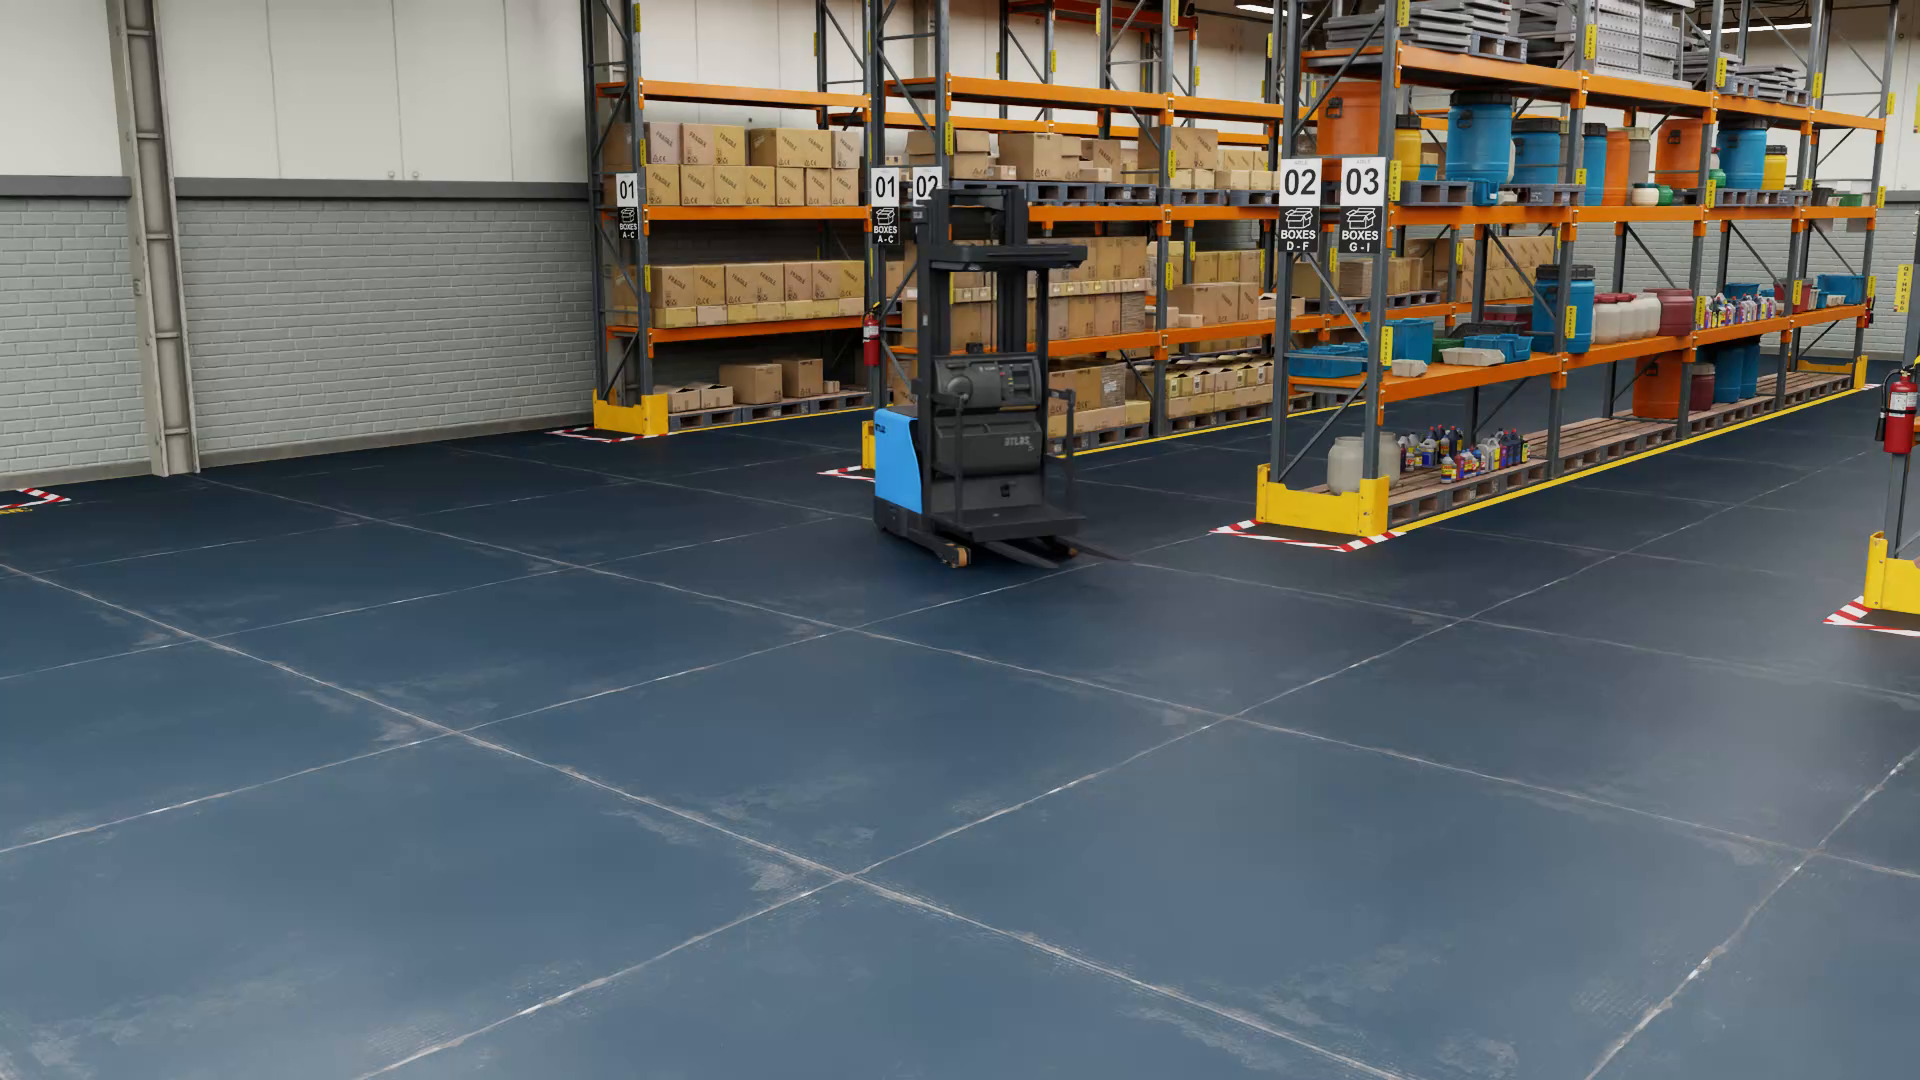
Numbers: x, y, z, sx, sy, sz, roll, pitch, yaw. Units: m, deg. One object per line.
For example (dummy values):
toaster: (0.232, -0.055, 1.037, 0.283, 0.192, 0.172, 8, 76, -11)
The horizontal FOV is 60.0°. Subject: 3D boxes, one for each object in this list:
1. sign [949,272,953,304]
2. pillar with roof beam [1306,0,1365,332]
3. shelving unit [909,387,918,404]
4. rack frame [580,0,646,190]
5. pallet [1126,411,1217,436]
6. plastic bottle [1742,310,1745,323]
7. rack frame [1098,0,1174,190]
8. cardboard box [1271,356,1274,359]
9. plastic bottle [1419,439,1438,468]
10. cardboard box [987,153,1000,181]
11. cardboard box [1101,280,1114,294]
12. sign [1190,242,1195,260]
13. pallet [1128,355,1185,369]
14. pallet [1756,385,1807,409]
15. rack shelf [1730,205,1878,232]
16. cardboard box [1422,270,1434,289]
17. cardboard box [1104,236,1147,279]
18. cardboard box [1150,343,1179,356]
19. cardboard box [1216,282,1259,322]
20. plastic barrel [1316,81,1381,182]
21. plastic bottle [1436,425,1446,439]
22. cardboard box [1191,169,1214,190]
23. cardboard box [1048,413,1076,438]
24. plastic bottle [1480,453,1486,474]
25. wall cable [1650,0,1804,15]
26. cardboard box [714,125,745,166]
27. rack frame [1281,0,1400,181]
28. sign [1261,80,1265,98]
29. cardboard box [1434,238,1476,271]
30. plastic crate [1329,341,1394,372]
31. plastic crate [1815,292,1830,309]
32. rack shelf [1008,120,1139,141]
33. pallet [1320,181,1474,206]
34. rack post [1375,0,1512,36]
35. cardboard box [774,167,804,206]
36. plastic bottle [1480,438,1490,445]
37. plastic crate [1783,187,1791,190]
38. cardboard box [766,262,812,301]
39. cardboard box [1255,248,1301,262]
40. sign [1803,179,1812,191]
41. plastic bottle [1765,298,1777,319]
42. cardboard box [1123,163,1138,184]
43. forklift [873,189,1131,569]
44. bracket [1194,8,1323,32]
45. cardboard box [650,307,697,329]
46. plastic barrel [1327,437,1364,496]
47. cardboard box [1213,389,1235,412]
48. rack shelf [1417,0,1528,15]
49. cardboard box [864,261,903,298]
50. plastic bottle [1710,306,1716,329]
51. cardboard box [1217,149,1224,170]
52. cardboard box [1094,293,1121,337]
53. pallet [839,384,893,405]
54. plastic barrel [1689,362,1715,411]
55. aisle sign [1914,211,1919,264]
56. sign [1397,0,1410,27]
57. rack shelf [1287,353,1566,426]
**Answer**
sign: (-0.110, -2.608, 17.197, 0.100, 0.325, 0.005, 10, 15, 40)
pillar with roof beam: (10.681, -8.105, 31.817, 9.100, 9.000, 0.548, 10, 15, 40)
shelving unit: (-0.320, -0.778, 15.005, 0.189, 1.200, 0.258, -4, 9, -20)
rack frame: (-4.247, -5.799, 20.269, 1.000, 3.000, 0.127, 10, 15, 40)
pallet: (2.574, -1.552, 21.440, 1.003, 0.211, 1.213, 10, 15, 40)
plastic bottle: (10.227, -2.942, 21.789, 0.097, 0.201, 0.097, 0, 11, 0)
rack frame: (2.117, -5.747, 20.012, 1.000, 3.000, 0.127, 10, 15, 40)
cardboard box: (4.597, -2.418, 23.174, 0.500, 0.311, 0.500, 10, 15, 42)
plastic bottle: (4.714, -0.874, 16.758, 0.152, 0.276, 0.135, 10, 15, 40)
cardboard box: (0.406, -4.204, 18.742, 0.500, 0.311, 0.500, -10, 15, -41)
cardboard box: (1.590, -2.991, 19.618, 0.380, 0.149, 0.250, 10, 15, 40)
sign: (4.088, -5.083, 29.247, 0.100, 0.325, 0.005, 10, 15, 40)
pallet: (3.222, -3.132, 29.352, 1.003, 0.211, 1.213, 10, 15, 40)
pallet: (11.573, -2.087, 24.123, 1.003, 0.211, 1.213, 10, 15, 40)
rack shelf: (12.436, -4.754, 24.533, 1.077, 0.370, 4.000, 10, 15, 40)
cardboard box: (7.535, -4.138, 27.017, 0.500, 0.500, 0.500, 10, 15, 41)
cardboard box: (1.829, -3.425, 20.132, 0.700, 0.500, 0.500, 10, 15, 41)
cardboard box: (3.343, -3.662, 29.303, 0.750, 0.750, 0.750, 10, 15, 41)
cardboard box: (3.662, -3.194, 22.290, 0.500, 0.500, 0.500, 9, 14, 37)
plastic barrel: (3.420, -3.551, 14.507, 0.600, 0.830, 0.708, 10, 15, 40)
plastic bottle: (4.991, -1.016, 17.281, 0.144, 0.351, 0.185, 10, 15, 42)
cardboard box: (2.891, -4.579, 21.133, 0.500, 0.250, 0.500, 8, 14, 35)
cardboard box: (0.989, -1.345, 19.236, 0.500, 0.250, 0.500, 10, 15, 40)
plastic bottle: (5.119, -0.756, 16.359, 0.097, 0.201, 0.097, 0, 11, 0)
wall cable: (14.674, -11.373, 31.600, 3.097, 2.526, 0.112, 10, 15, 40)
cardboard box: (-3.111, -5.046, 21.301, 0.500, 0.500, 0.500, 10, 15, 42)
rack frame: (3.195, -4.518, 13.856, 1.000, 3.000, 0.127, 10, 15, 40)
sign: (5.902, -8.761, 32.312, 0.100, 0.325, 0.005, 10, 15, 40)
cardboard box: (7.920, -4.555, 26.550, 0.500, 0.500, 0.500, 10, 15, 42)
plastic crate: (3.734, -1.710, 15.495, 0.499, 0.251, 0.408, 10, 15, 40)
plastic crate: (12.594, -3.542, 24.561, 0.416, 0.233, 0.300, 10, 15, 40)
rack shelf: (2.354, -6.721, 27.745, 1.077, 0.370, 4.000, 10, 15, 40)
pallet: (3.815, -3.063, 14.715, 1.003, 0.211, 1.213, 10, 15, 40)
rack post: (4.450, -4.770, 15.311, 0.937, 0.300, 0.954, 9, 15, 39)
cardboard box: (-2.435, -4.710, 22.169, 0.500, 0.500, 0.500, 9, 14, 38)
plastic bottle: (5.372, -0.900, 16.889, 0.152, 0.276, 0.135, 10, 15, 40)
plastic crate: (12.062, -5.057, 24.515, 0.437, 0.282, 0.530, 10, 15, 40)
cardboard box: (-2.352, -3.493, 22.459, 0.500, 0.500, 0.500, 9, 15, 39)
cardboard box: (5.986, -5.282, 32.231, 0.980, 0.700, 0.700, 11, 16, 43)
sign: (11.528, -4.746, 22.631, 0.100, 0.325, 0.005, 10, 15, 40)
plastic bottle: (11.099, -3.181, 22.796, 0.152, 0.276, 0.135, 10, 15, 40)
cardboard box: (2.692, -6.153, 28.320, 0.700, 0.500, 0.500, 9, 15, 39)
forklift: (0.323, -1.311, 13.293, 1.130, 2.935, 3.031, -5, 12, -25)
bracket: (5.728, -9.939, 31.805, 0.076, 0.066, 4.783, 10, 15, 40)
cardboard box: (-3.686, -2.824, 21.023, 0.500, 0.250, 0.500, 9, 15, 39)
plastic barrel: (3.572, -0.669, 15.181, 0.421, 0.512, 0.421, 0, 11, 0)
cardboard box: (3.248, -1.842, 21.723, 0.500, 0.250, 0.500, 9, 15, 39)
rack shelf: (8.718, -8.496, 27.123, 1.077, 0.370, 4.000, 10, 15, 40)
cardboard box: (-1.245, -3.781, 24.103, 0.700, 0.500, 0.500, 10, 15, 41)
plastic bottle: (9.432, -2.800, 20.868, 0.061, 0.283, 0.133, 10, 15, 40)
cardboard box: (4.356, -6.711, 29.636, 0.500, 0.500, 0.500, 10, 15, 40)
cardboard box: (1.486, -2.710, 19.866, 0.700, 0.500, 0.500, 10, 15, 40)
pallet: (-1.094, -2.193, 24.651, 1.003, 0.211, 1.213, 10, 15, 40)
plastic barrel: (9.531, -2.017, 21.735, 0.600, 0.588, 0.708, 10, 15, 40)
aisle sign: (6.649, -2.240, 11.131, 0.394, 0.787, 0.004, 10, 15, 40)
sign: (3.605, -4.344, 13.517, 0.100, 0.325, 0.005, 10, 15, 40)
rack shelf: (4.515, -1.518, 15.987, 1.077, 0.370, 4.000, 10, 15, 40)
